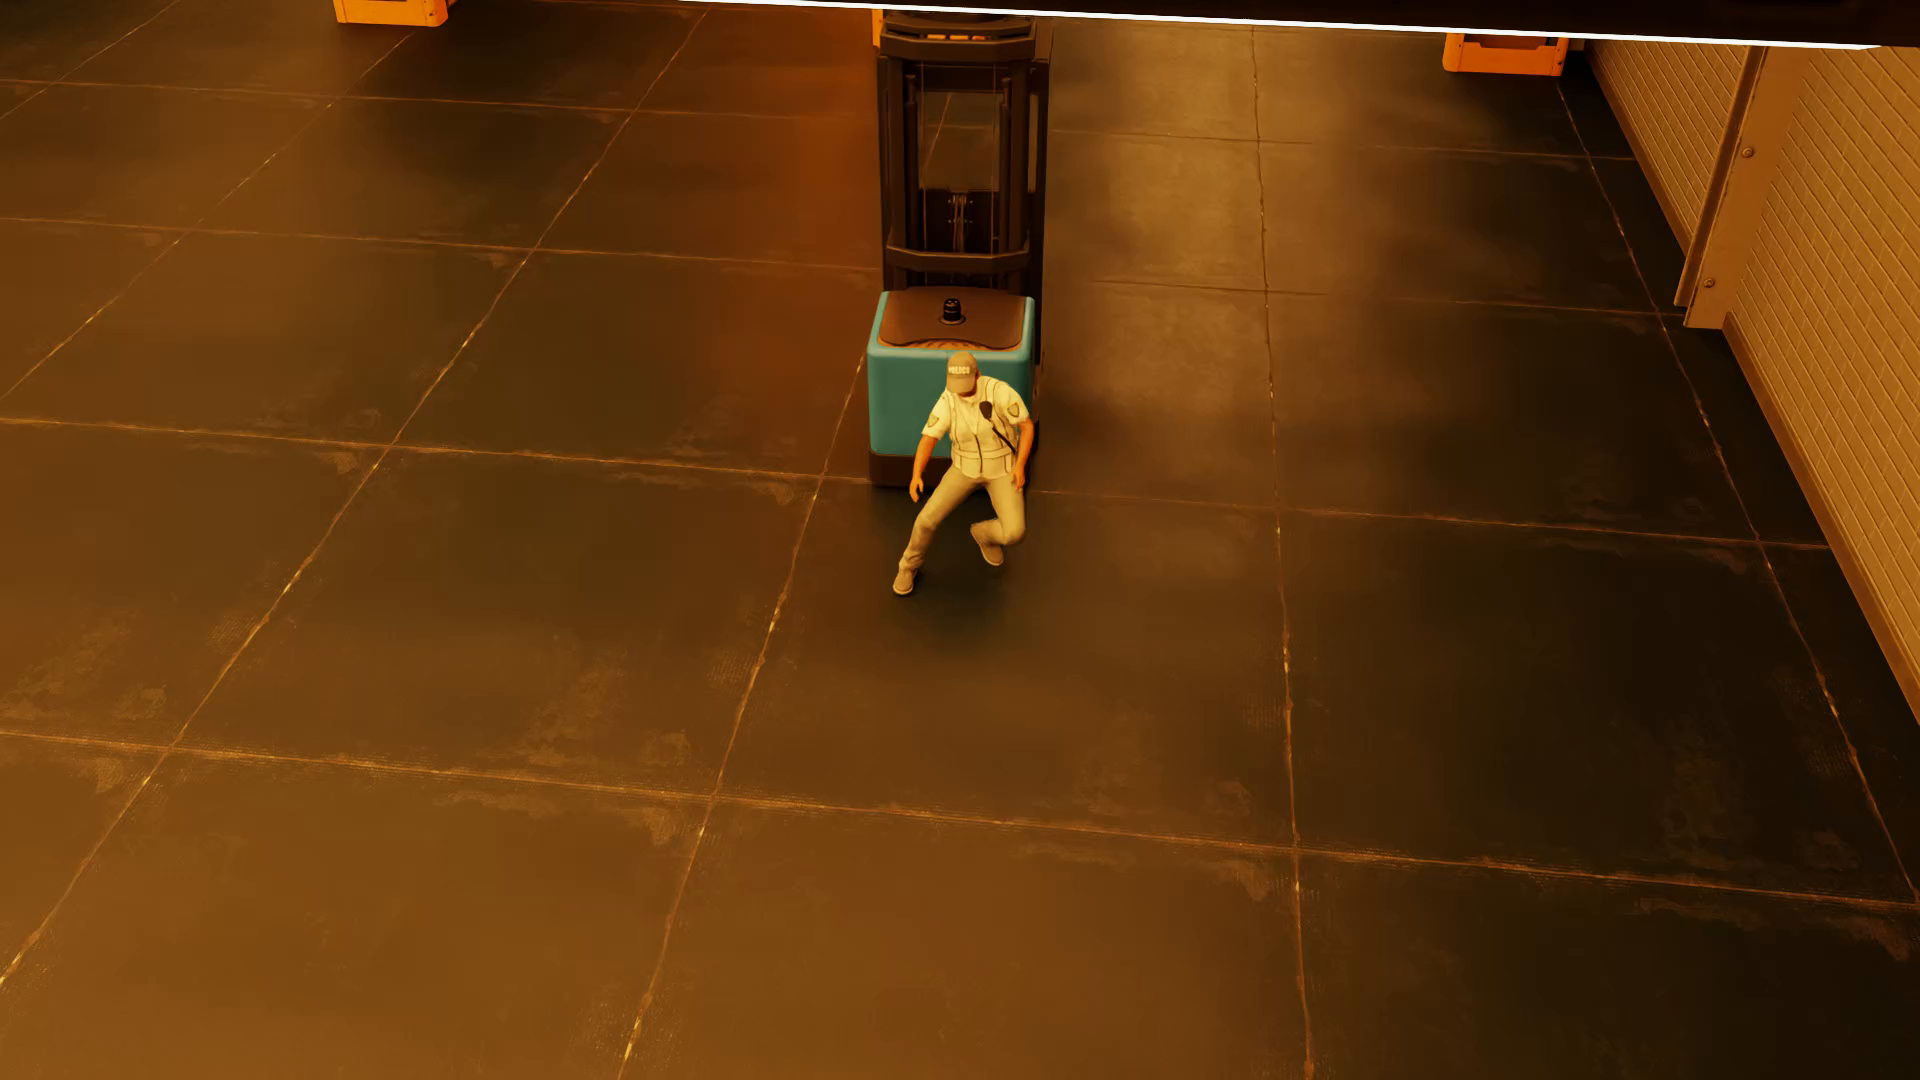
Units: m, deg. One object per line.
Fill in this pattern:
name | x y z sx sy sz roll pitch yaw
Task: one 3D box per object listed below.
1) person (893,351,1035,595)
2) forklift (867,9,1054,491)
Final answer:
person | 0.025 -0.371 9.738 0.799 1.492 0.702 8 37 10
forklift | 0.039 -2.351 11.219 1.130 2.935 3.031 3 36 4
